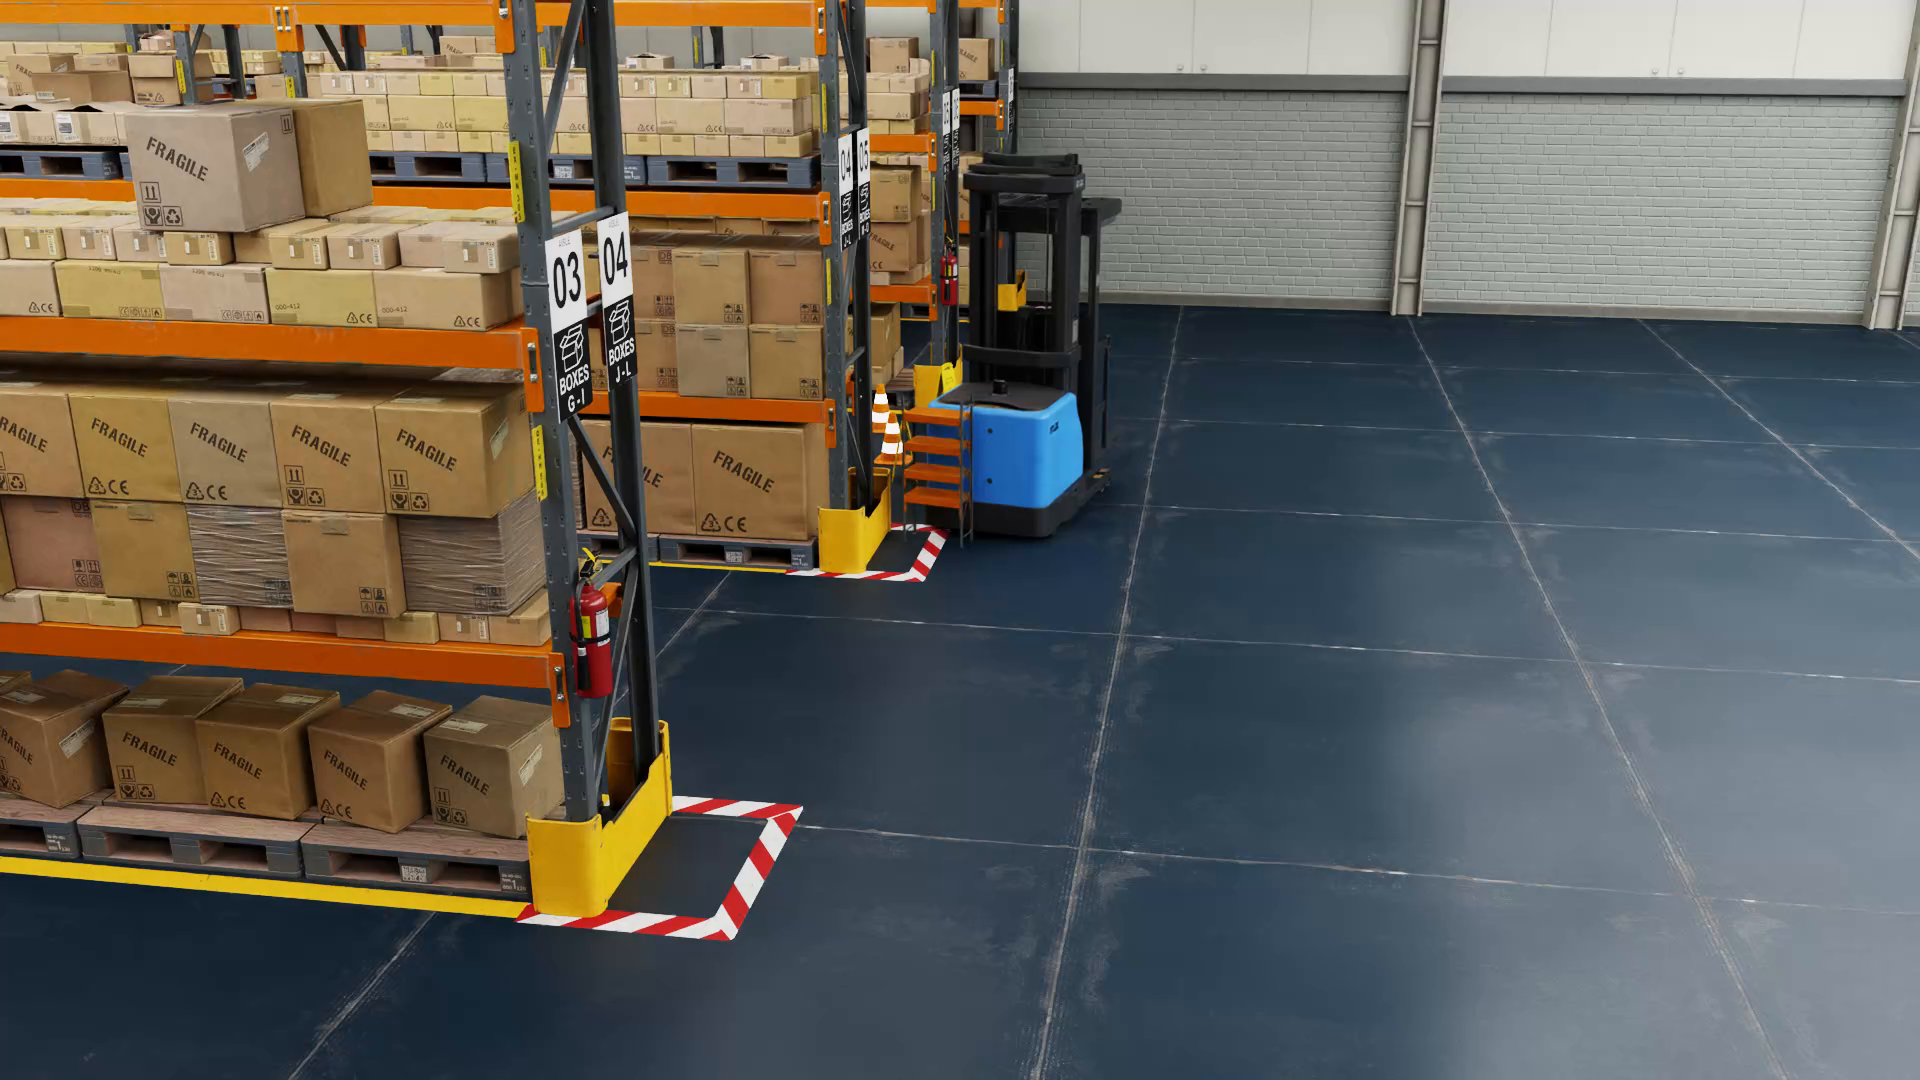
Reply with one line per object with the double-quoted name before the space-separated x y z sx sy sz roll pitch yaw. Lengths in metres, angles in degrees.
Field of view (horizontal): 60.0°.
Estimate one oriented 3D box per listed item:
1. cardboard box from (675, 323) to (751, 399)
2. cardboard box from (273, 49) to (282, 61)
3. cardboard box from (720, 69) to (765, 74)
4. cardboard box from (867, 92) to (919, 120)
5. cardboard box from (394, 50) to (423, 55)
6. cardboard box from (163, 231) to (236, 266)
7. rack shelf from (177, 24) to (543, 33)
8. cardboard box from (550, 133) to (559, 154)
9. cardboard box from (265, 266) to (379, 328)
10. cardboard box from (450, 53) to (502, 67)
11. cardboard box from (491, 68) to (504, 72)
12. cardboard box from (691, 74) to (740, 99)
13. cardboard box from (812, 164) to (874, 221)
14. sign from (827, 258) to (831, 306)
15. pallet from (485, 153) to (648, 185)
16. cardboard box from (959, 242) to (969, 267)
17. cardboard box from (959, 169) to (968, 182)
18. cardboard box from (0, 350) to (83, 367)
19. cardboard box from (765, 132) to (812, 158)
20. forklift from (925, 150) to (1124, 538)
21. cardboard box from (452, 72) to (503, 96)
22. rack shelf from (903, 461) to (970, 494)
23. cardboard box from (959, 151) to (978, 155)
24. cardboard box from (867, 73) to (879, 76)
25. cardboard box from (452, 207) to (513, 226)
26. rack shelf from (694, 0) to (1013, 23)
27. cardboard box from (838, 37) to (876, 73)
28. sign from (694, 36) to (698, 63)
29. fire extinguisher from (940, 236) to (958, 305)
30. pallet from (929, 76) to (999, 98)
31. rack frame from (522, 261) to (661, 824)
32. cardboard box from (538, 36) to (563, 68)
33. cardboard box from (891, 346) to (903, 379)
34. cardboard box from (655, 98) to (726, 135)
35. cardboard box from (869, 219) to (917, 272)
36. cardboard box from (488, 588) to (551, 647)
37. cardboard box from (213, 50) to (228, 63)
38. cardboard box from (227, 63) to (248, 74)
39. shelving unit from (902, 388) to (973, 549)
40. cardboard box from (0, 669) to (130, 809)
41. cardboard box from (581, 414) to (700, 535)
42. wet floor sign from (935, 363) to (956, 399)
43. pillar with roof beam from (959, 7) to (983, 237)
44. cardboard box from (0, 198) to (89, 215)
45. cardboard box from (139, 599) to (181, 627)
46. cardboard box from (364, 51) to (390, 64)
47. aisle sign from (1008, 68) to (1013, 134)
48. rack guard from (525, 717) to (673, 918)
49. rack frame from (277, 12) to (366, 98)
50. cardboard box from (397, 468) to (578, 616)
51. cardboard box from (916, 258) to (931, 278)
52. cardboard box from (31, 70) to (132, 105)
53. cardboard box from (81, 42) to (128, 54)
"cardboard box" -1.758 -1.452 12.679 0.550 0.550 0.875 3 19 9
"cardboard box" -9.376 -6.714 23.021 0.250 0.149 0.380 3 19 10
"cardboard box" -1.617 -3.426 12.407 0.250 0.149 0.380 3 19 8
"cardboard box" -0.700 -4.345 16.602 0.500 0.250 0.500 3 19 8
"cardboard box" -7.587 -6.656 22.880 0.250 0.149 0.380 2 19 7
"cardboard box" -3.331 -1.331 7.435 0.250 0.149 0.380 2 19 6
"rack shelf" -6.076 -5.528 17.405 4.000 0.370 1.077 3 19 9
"cardboard box" -2.980 -2.905 12.108 0.250 0.149 0.380 3 19 9
"cardboard box" -2.734 -1.127 7.453 0.500 0.250 0.500 3 19 9
"cardboard box" -5.109 -5.077 17.809 0.500 0.250 0.500 3 19 7
"cardboard box" -3.375 -3.516 12.675 0.250 0.149 0.380 3 19 9
"cardboard box" -1.723 -3.220 11.792 0.250 0.149 0.380 3 19 10
"cardboard box" -1.190 -3.559 17.011 0.500 0.500 0.700 3 19 9
"sign" -0.937 -1.848 11.900 0.005 0.325 0.100 3 19 9
"pallet" -2.780 -2.831 12.448 1.213 0.211 1.003 3 19 9
"cardboard box" 0.127 -3.761 21.913 0.500 0.250 0.500 4 19 10
"cardboard box" -0.012 -4.755 21.607 0.250 0.149 0.380 3 19 10
"cardboard box" -4.692 -0.709 8.494 0.500 0.500 0.500 3 19 9
"cardboard box" -1.220 -2.816 11.841 0.250 0.149 0.380 3 19 9
"forklift" 0.711 -1.837 14.174 1.130 2.935 3.031 7 20 19
"cardboard box" -3.475 -3.309 12.059 0.250 0.149 0.380 3 19 9
"rack shelf" -0.175 -0.496 13.106 0.480 0.148 0.258 7 20 20
"cardboard box" 0.081 -5.080 22.108 0.250 0.149 0.380 4 19 11
"cardboard box" -0.959 -4.714 17.077 0.250 0.149 0.380 3 19 9
"cardboard box" -2.200 -1.477 7.870 0.250 0.149 0.380 3 19 10
"rack shelf" -1.343 -6.881 21.452 4.000 0.370 1.077 3 19 9
"cardboard box" -1.411 -6.255 21.560 0.637 0.503 0.797 4 19 10
"sign" -3.394 -6.314 21.409 0.005 0.325 0.100 3 19 9
"fire extinguisher" -0.112 -2.725 16.841 0.183 0.674 0.296 3 19 9
"pallet" -0.063 -5.891 21.594 1.213 0.211 1.003 3 19 9
"rack frame" -1.724 0.193 7.998 0.127 3.000 1.000 3 19 9
"cardboard box" -5.586 -6.422 22.064 0.500 0.500 0.500 3 19 10
"cardboard box" -0.905 -1.934 18.027 0.500 0.250 0.500 3 19 8
"cardboard box" -1.859 -3.057 11.933 0.500 0.250 0.500 3 19 9
"cardboard box" -0.732 -3.041 17.038 0.500 0.500 0.500 3 19 8
"cardboard box" -2.038 0.363 7.888 0.250 0.149 0.380 3 19 9
"cardboard box" -9.953 -6.593 22.660 0.250 0.149 0.380 3 19 9
"cardboard box" -9.727 -6.415 22.596 0.250 0.149 0.380 3 19 10
"shelving unit" -0.175 -0.560 13.084 0.503 1.200 0.258 7 20 20
"cardboard box" -4.718 1.037 8.753 0.500 0.500 0.500 9 21 26
"cardboard box" -2.387 -0.604 13.068 0.875 0.875 0.875 3 19 8
"wet floor sign" -0.134 -1.450 16.620 0.232 0.644 0.267 10 21 27
"pillar with roof beam" -0.596 -6.280 17.891 0.400 9.000 9.100 3 19 9
"cardboard box" -4.519 -1.589 8.206 0.250 0.149 0.380 2 19 7
"cardboard box" -3.772 0.286 8.117 0.250 0.149 0.380 3 19 9
"cardboard box" -7.897 -6.522 22.479 0.250 0.149 0.380 2 19 7
"aisle sign" 0.650 -5.604 21.228 0.004 0.787 0.394 3 19 9
"rack guard" -1.799 1.375 8.406 0.348 0.500 1.175 3 19 9
"rack frame" -4.787 -4.402 12.277 0.127 3.000 1.000 3 19 9
"cardboard box" -2.263 -0.031 8.043 0.500 0.500 0.875 3 19 9
"cardboard box" -0.455 -2.874 17.562 0.250 0.149 0.380 3 19 9
"cardboard box" -6.976 -3.475 13.257 0.500 0.500 0.500 3 19 9
"cardboard box" -11.753 -6.750 23.002 0.500 0.250 0.500 3 19 9
